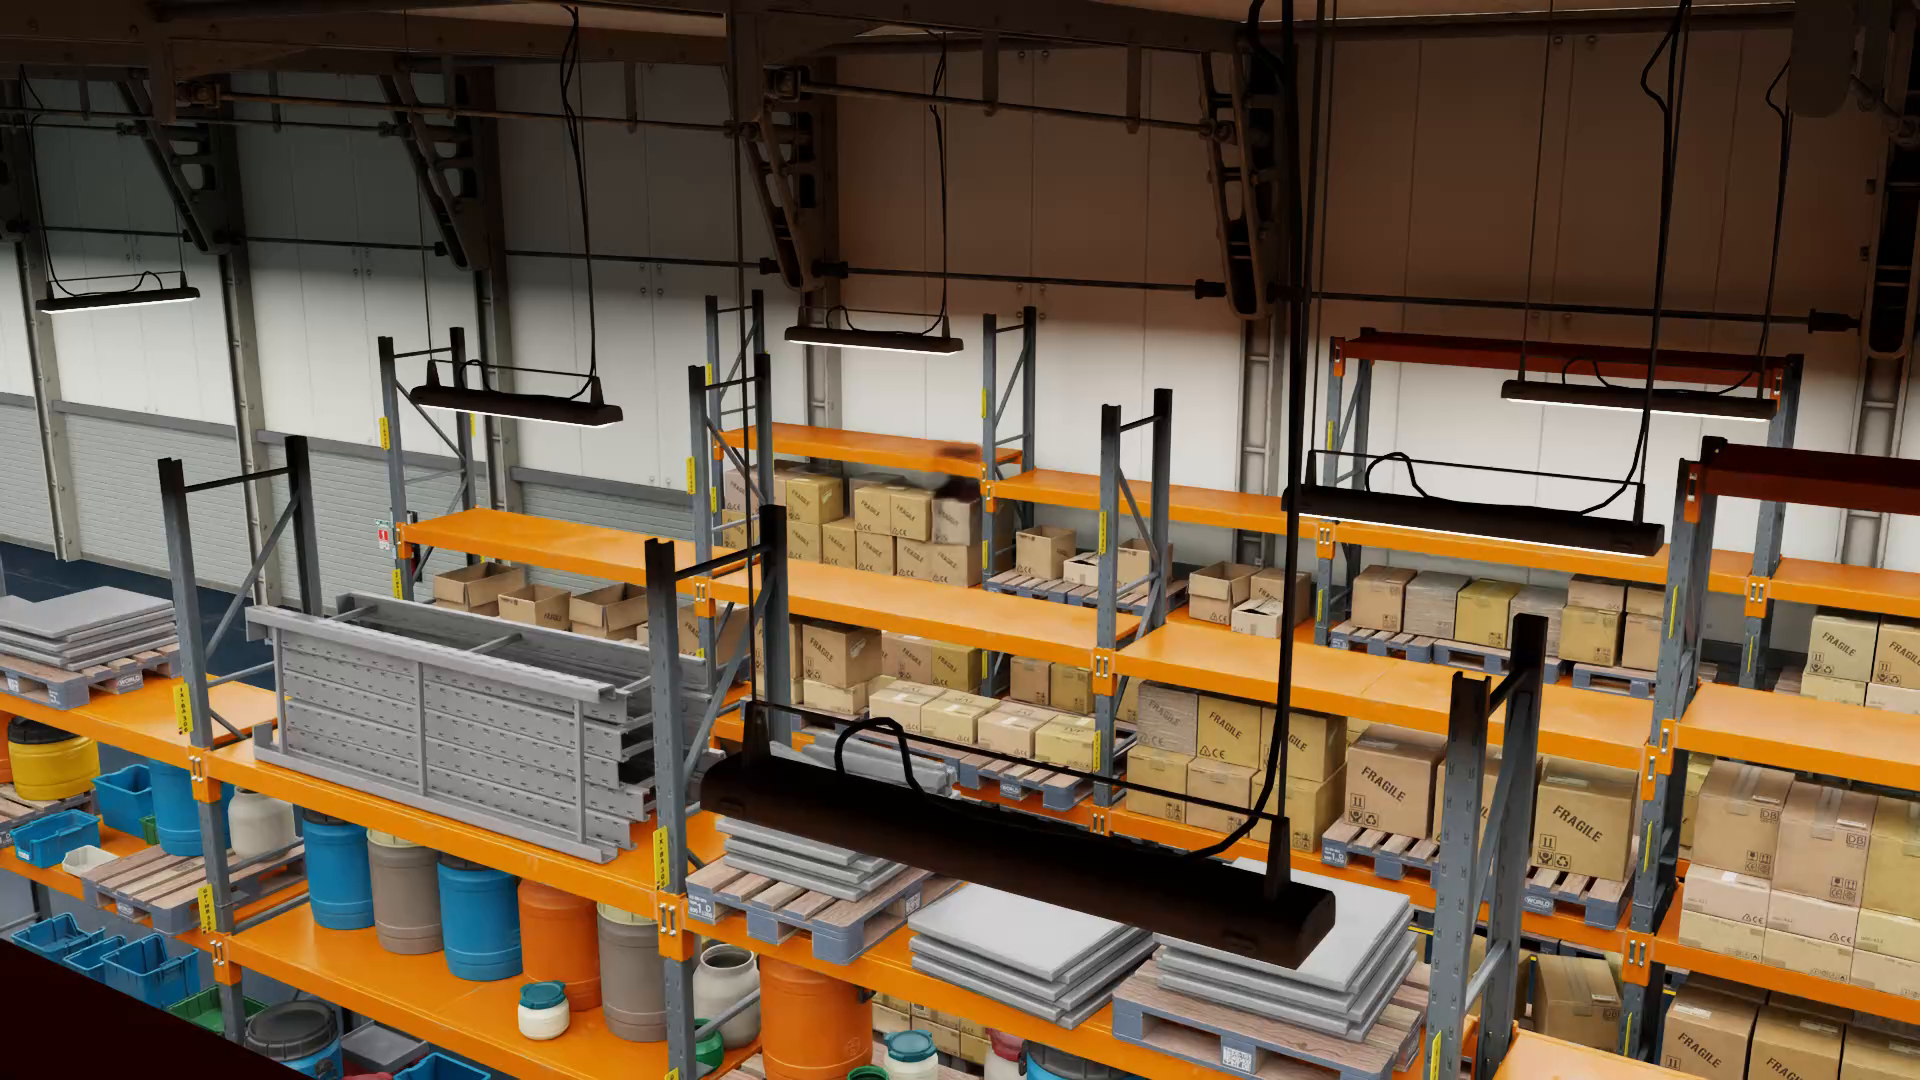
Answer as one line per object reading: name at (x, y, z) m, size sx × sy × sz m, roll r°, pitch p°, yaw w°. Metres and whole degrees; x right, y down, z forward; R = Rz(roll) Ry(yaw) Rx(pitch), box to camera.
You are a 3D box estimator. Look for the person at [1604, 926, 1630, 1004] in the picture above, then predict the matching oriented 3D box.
person at (5.599, 3.909, 13.990) m, size 0.385 × 1.695 × 0.498 m, roll -10°, pitch 17°, yaw -36°
